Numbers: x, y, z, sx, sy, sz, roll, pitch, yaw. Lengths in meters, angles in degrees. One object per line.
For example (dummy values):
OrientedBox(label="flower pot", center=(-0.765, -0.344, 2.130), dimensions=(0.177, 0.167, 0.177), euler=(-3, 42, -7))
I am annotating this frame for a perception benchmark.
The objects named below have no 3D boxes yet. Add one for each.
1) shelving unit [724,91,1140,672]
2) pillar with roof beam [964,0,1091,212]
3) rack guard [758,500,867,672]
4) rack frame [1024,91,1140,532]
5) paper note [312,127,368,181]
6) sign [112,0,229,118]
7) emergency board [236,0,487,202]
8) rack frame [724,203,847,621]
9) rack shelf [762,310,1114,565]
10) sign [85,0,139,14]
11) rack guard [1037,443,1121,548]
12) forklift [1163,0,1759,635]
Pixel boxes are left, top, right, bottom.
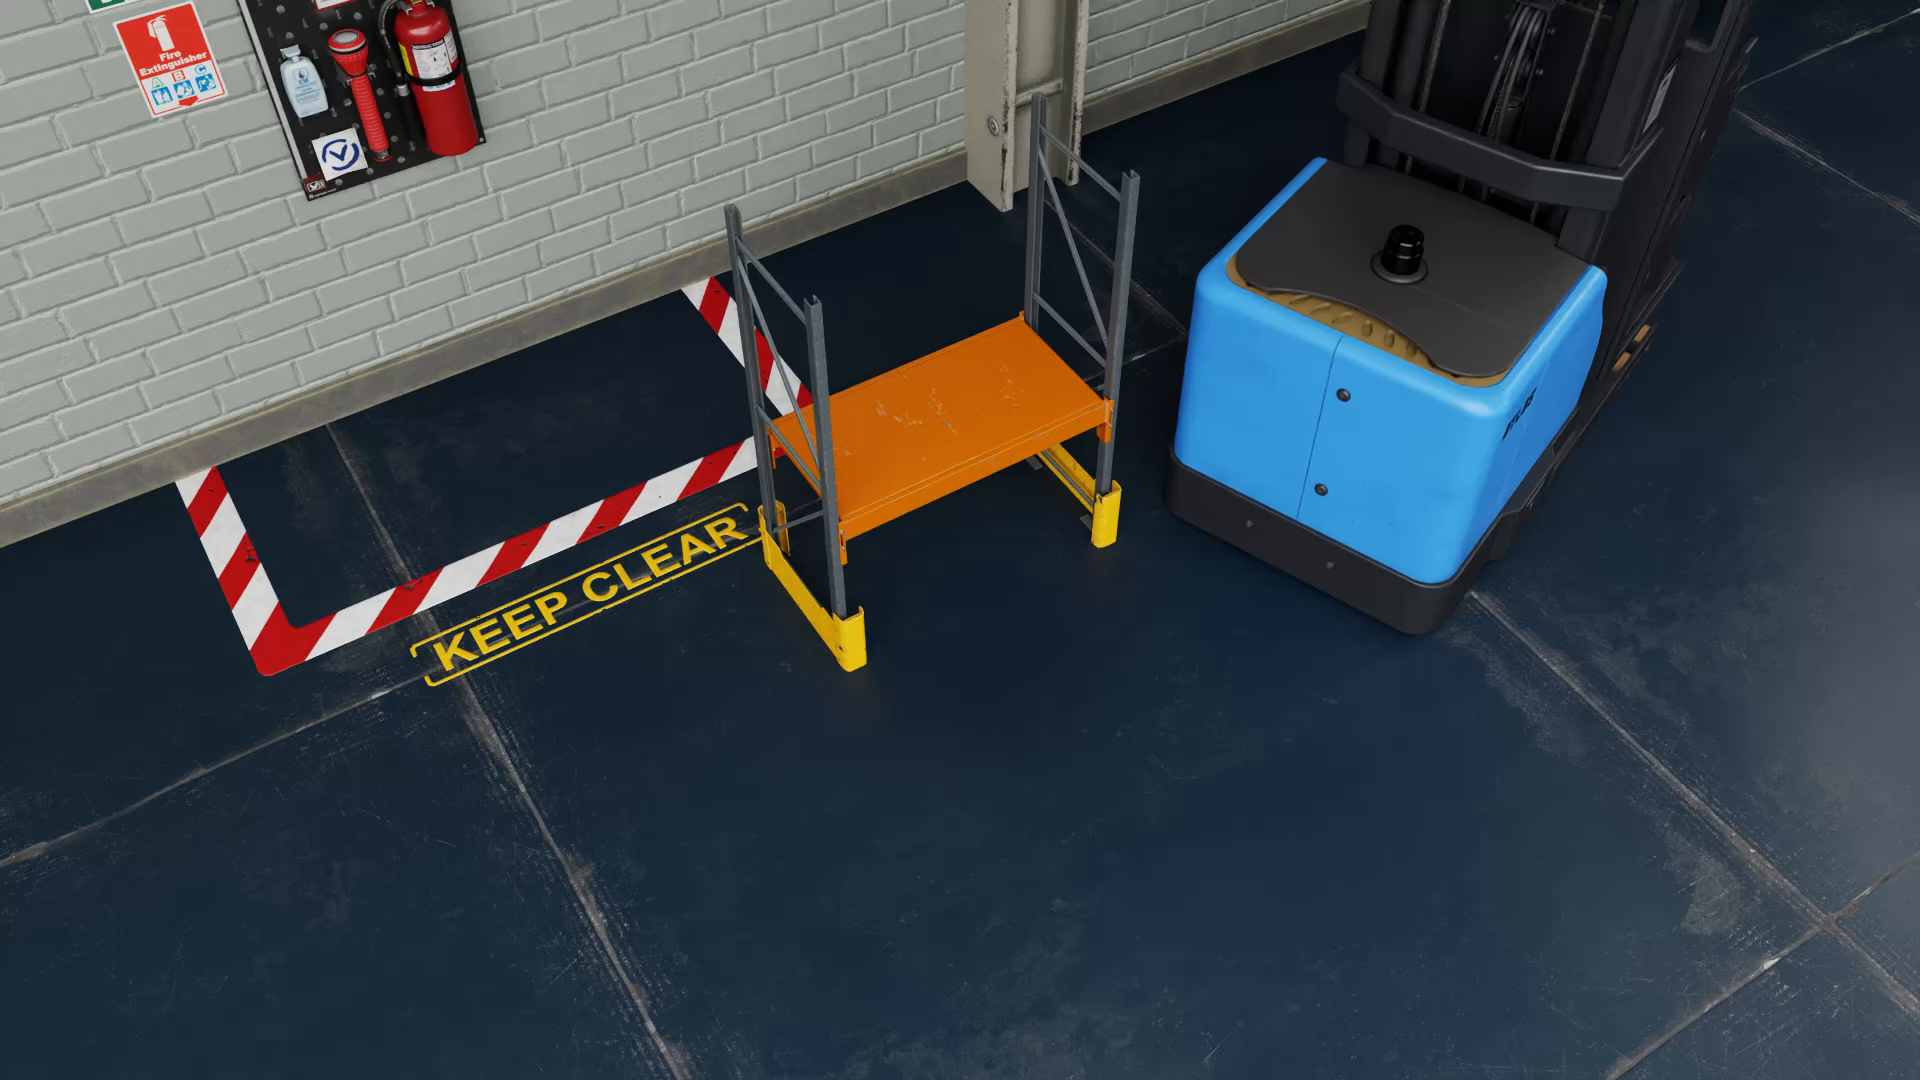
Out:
OrientedBox(label="shelving unit", center=(-0.064, -0.468, 5.163), dimensions=(1.083, 1.500, 0.587), euler=(-25, 53, -21))
OrientedBox(label="pillar with roof beam", center=(2.560, -1.823, 1.348), dimensions=(0.400, 9.000, 9.100), euler=(-25, 53, -21))
OrientedBox(label="rack guard", center=(-0.486, 0.146, 5.453), dimensions=(0.087, 0.250, 0.587), euler=(-25, 53, -21))
OrientedBox(label="rack frame", center=(0.358, -0.667, 5.340), dimensions=(0.032, 1.500, 0.500), euler=(-25, 53, -21))
OrientedBox(label="paper note", center=(-2.034, -1.267, 5.459), dimensions=(0.142, 0.148, 0.016), euler=(-25, 53, -21))
OrientedBox(label="sign", center=(-2.370, -1.443, 5.003), dimensions=(0.234, 0.329, 0.001), euler=(-25, 53, -21))
OrientedBox(label="emergency board", center=(-1.848, -1.587, 5.154), dimensions=(0.643, 1.169, 0.194), euler=(-25, 53, -21))
OrientedBox(label="rack frame", center=(-0.502, -0.262, 4.979), dimensions=(0.032, 1.500, 0.500), euler=(-25, 53, -21))
OrientedBox(label="rack shelf", center=(-0.072, -0.345, 5.294), dimensions=(1.000, 0.185, 0.538), euler=(-25, 53, -21))
OrientedBox(label="sign", center=(-2.362, -1.616, 4.802), dimensions=(0.331, 0.109, 0.001), euler=(-25, 53, -21))
OrientedBox(label="rack guard", center=(0.357, -0.251, 5.806), dimensions=(0.087, 0.250, 0.587), euler=(-25, 53, -21))
OrientedBox(label="forklift", center=(1.987, -1.729, 5.327), dimensions=(1.130, 2.935, 3.031), euler=(29, 54, 23))
